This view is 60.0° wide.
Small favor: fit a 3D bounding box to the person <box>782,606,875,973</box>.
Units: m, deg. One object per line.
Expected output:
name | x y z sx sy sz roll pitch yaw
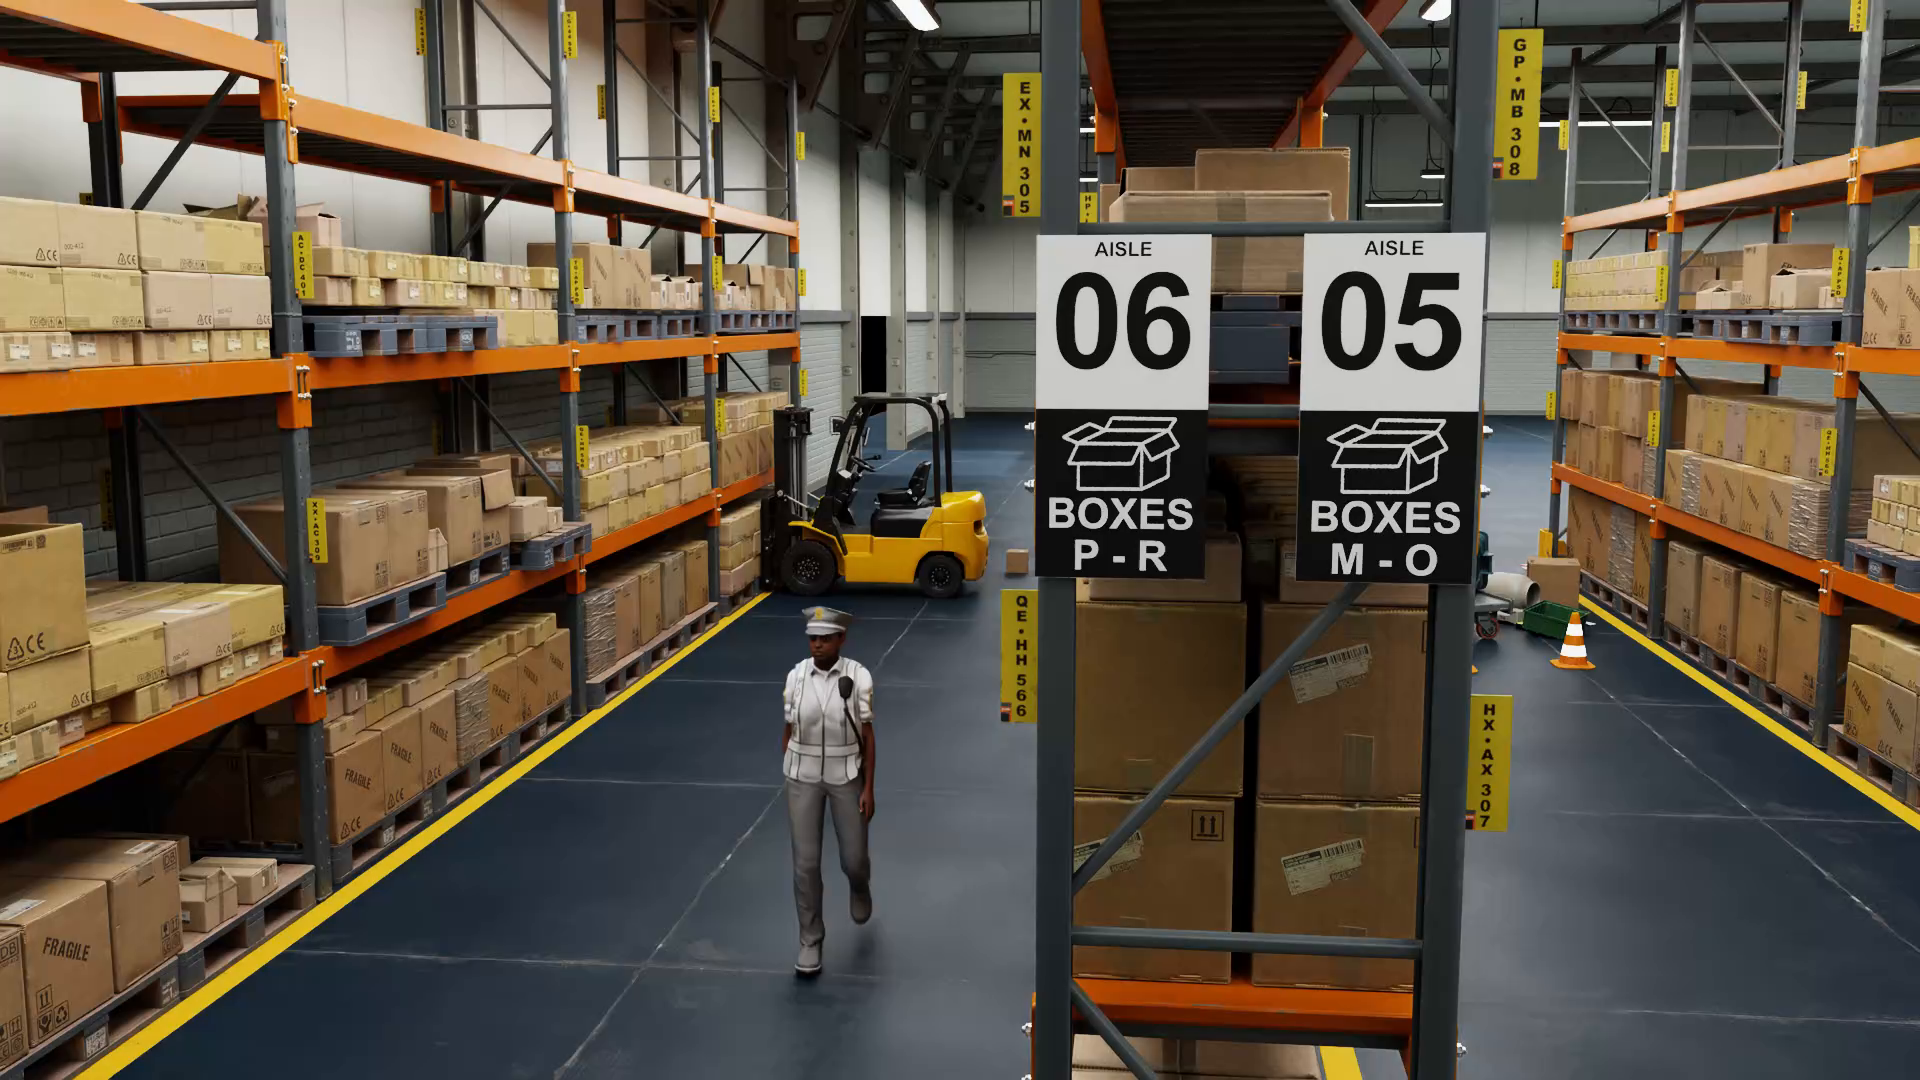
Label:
person | -0.610 1.120 7.800 0.447 1.673 0.664 1 8 4
